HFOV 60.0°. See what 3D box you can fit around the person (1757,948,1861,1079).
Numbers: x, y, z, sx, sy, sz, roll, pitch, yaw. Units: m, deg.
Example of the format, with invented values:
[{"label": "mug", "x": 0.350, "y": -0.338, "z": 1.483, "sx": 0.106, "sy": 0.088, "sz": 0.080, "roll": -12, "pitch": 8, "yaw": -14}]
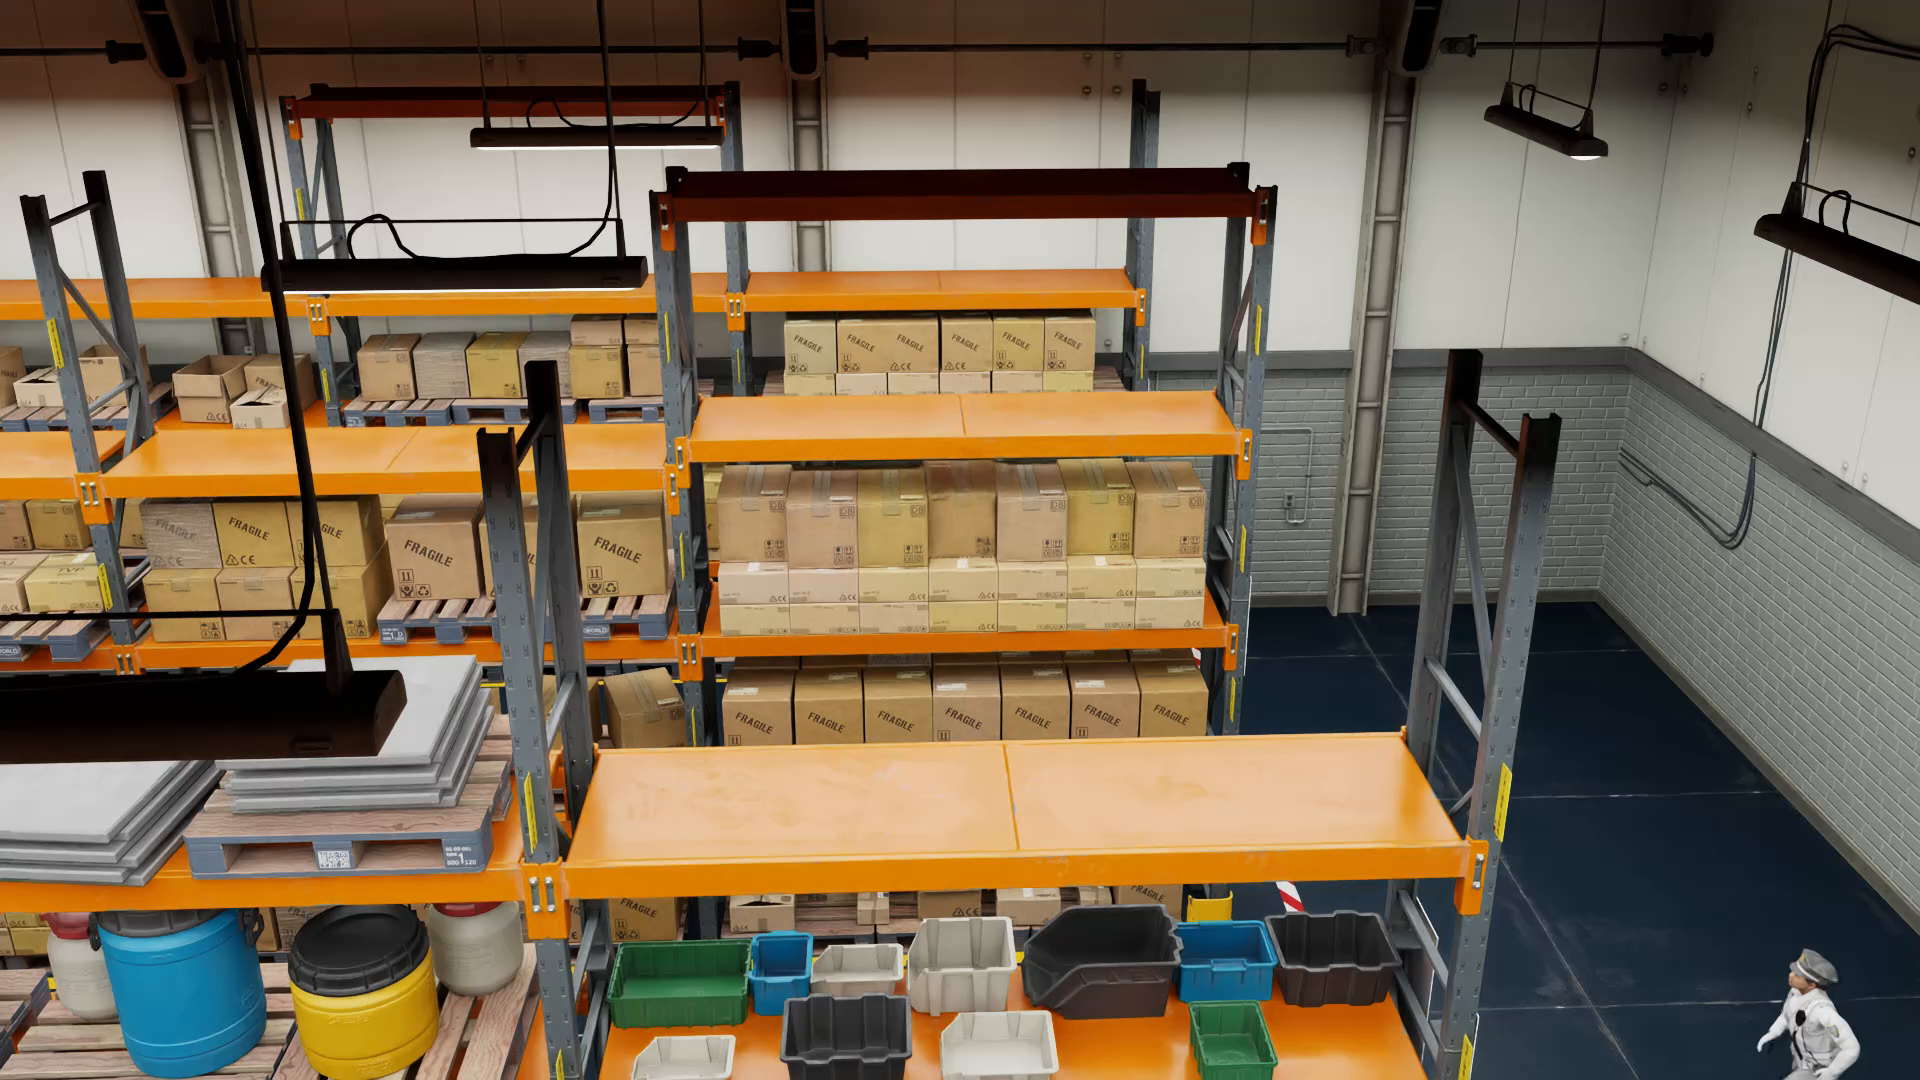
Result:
[{"label": "person", "x": 5.531, "y": 3.374, "z": 10.726, "sx": 0.688, "sy": 1.608, "sz": 0.653, "roll": 3, "pitch": 22, "yaw": 8}]
